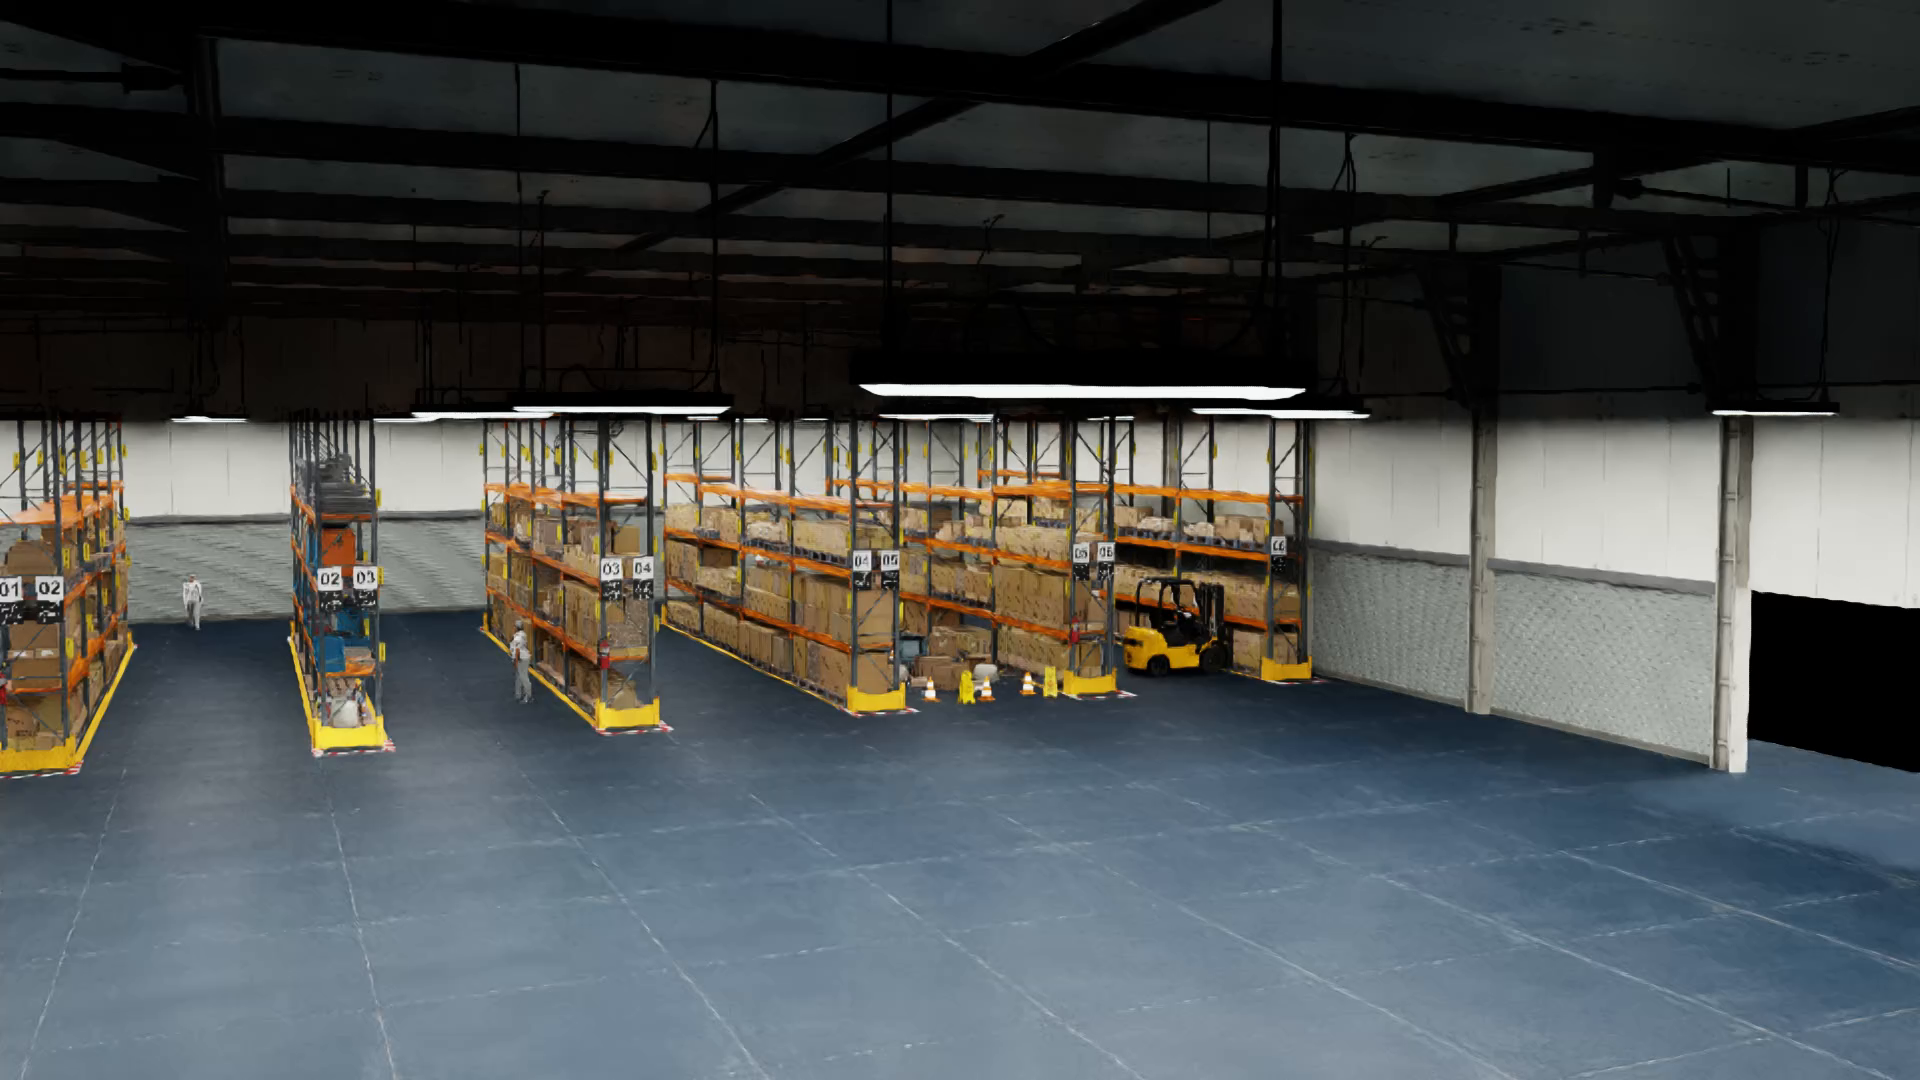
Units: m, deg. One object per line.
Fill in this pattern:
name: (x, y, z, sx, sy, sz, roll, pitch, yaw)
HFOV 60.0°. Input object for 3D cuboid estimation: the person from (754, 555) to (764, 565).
person: (-5.970, 1.331, 50.225, 0.576, 1.768, 0.571, 2, 5, 31)

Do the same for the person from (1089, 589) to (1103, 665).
person: (3.143, 2.061, 39.338, 0.493, 1.785, 0.616, 0, 4, 6)

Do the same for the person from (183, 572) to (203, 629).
person: (-21.346, 1.671, 46.248, 0.495, 1.589, 1.086, -2, 4, -21)

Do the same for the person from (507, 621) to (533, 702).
person: (-9.076, 2.485, 34.229, 0.562, 1.655, 0.595, 0, 4, -5)
